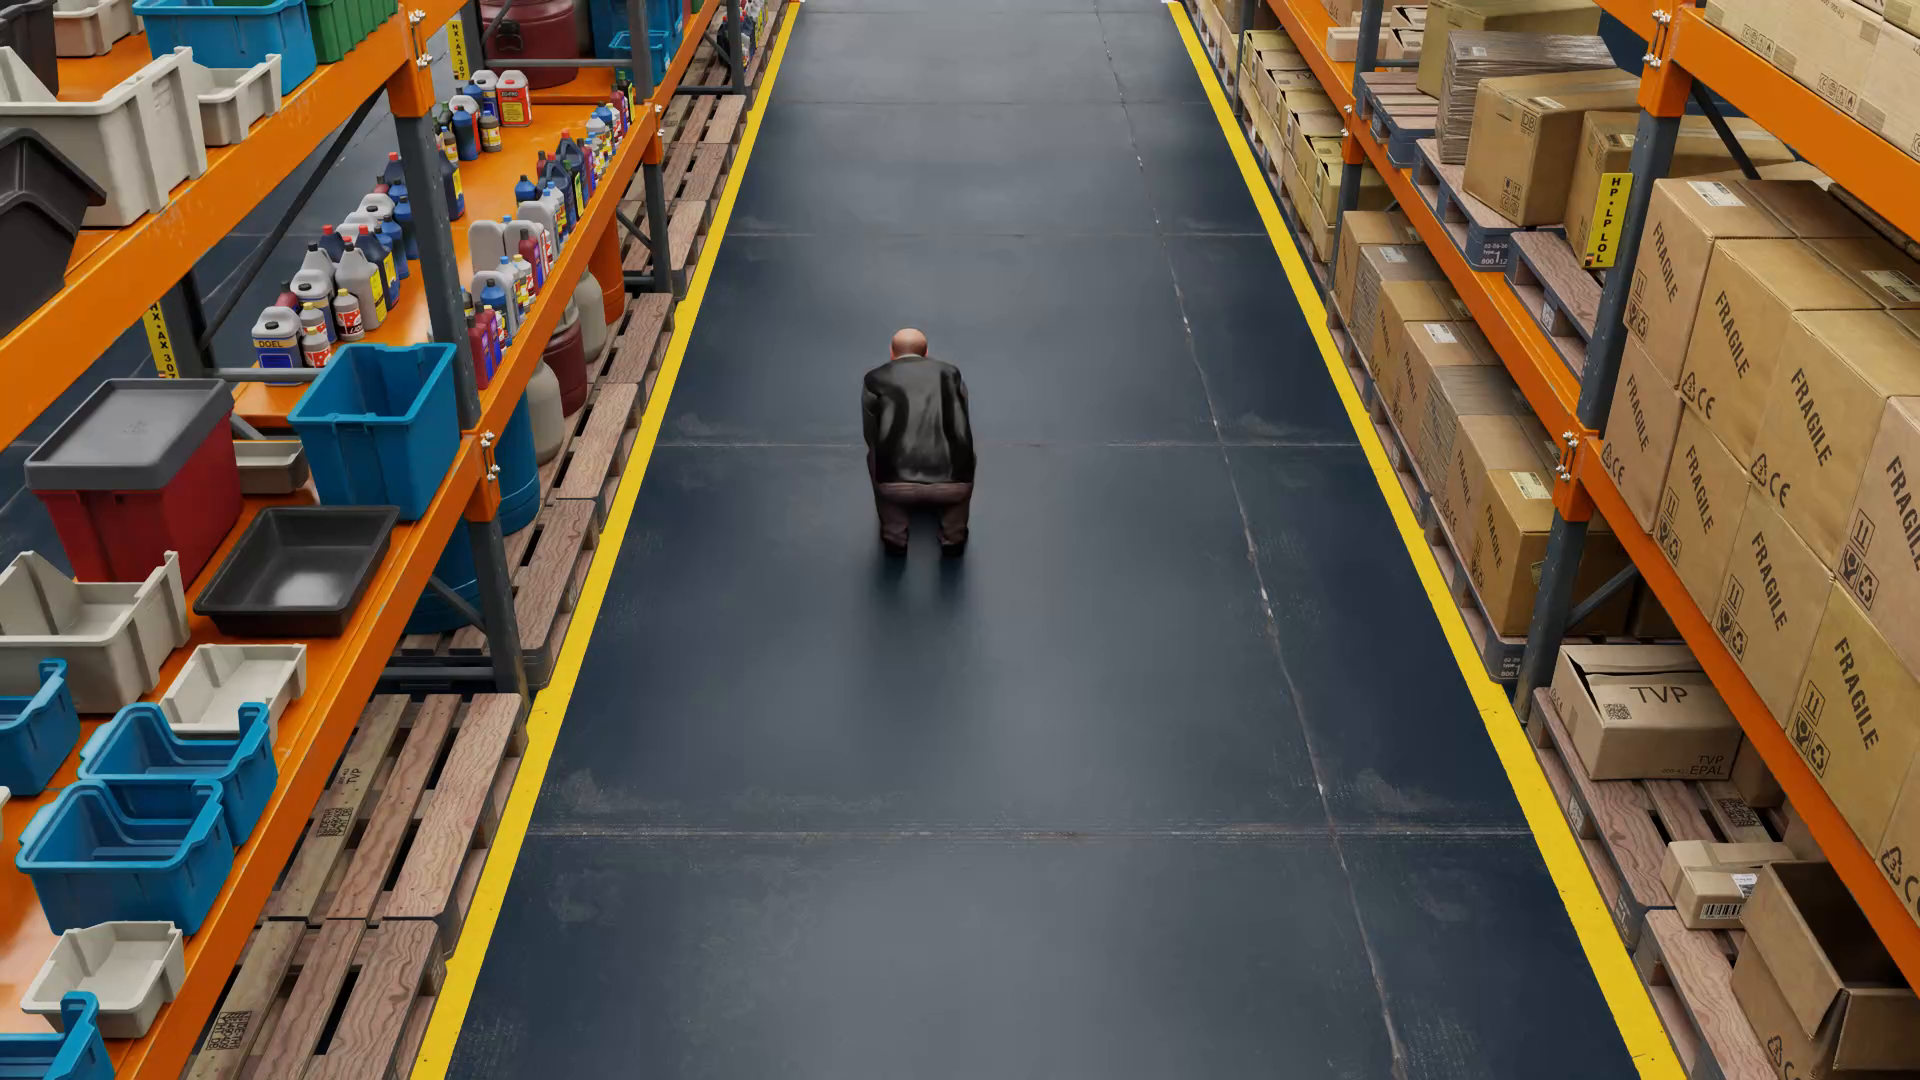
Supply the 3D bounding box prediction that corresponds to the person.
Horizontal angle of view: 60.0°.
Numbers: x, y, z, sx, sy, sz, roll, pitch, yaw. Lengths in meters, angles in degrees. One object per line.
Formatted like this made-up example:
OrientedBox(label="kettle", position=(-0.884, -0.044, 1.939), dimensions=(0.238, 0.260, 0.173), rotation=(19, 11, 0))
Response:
OrientedBox(label="person", position=(-0.186, -0.420, 7.684), dimensions=(0.538, 0.860, 0.870), rotation=(0, 31, 0))
